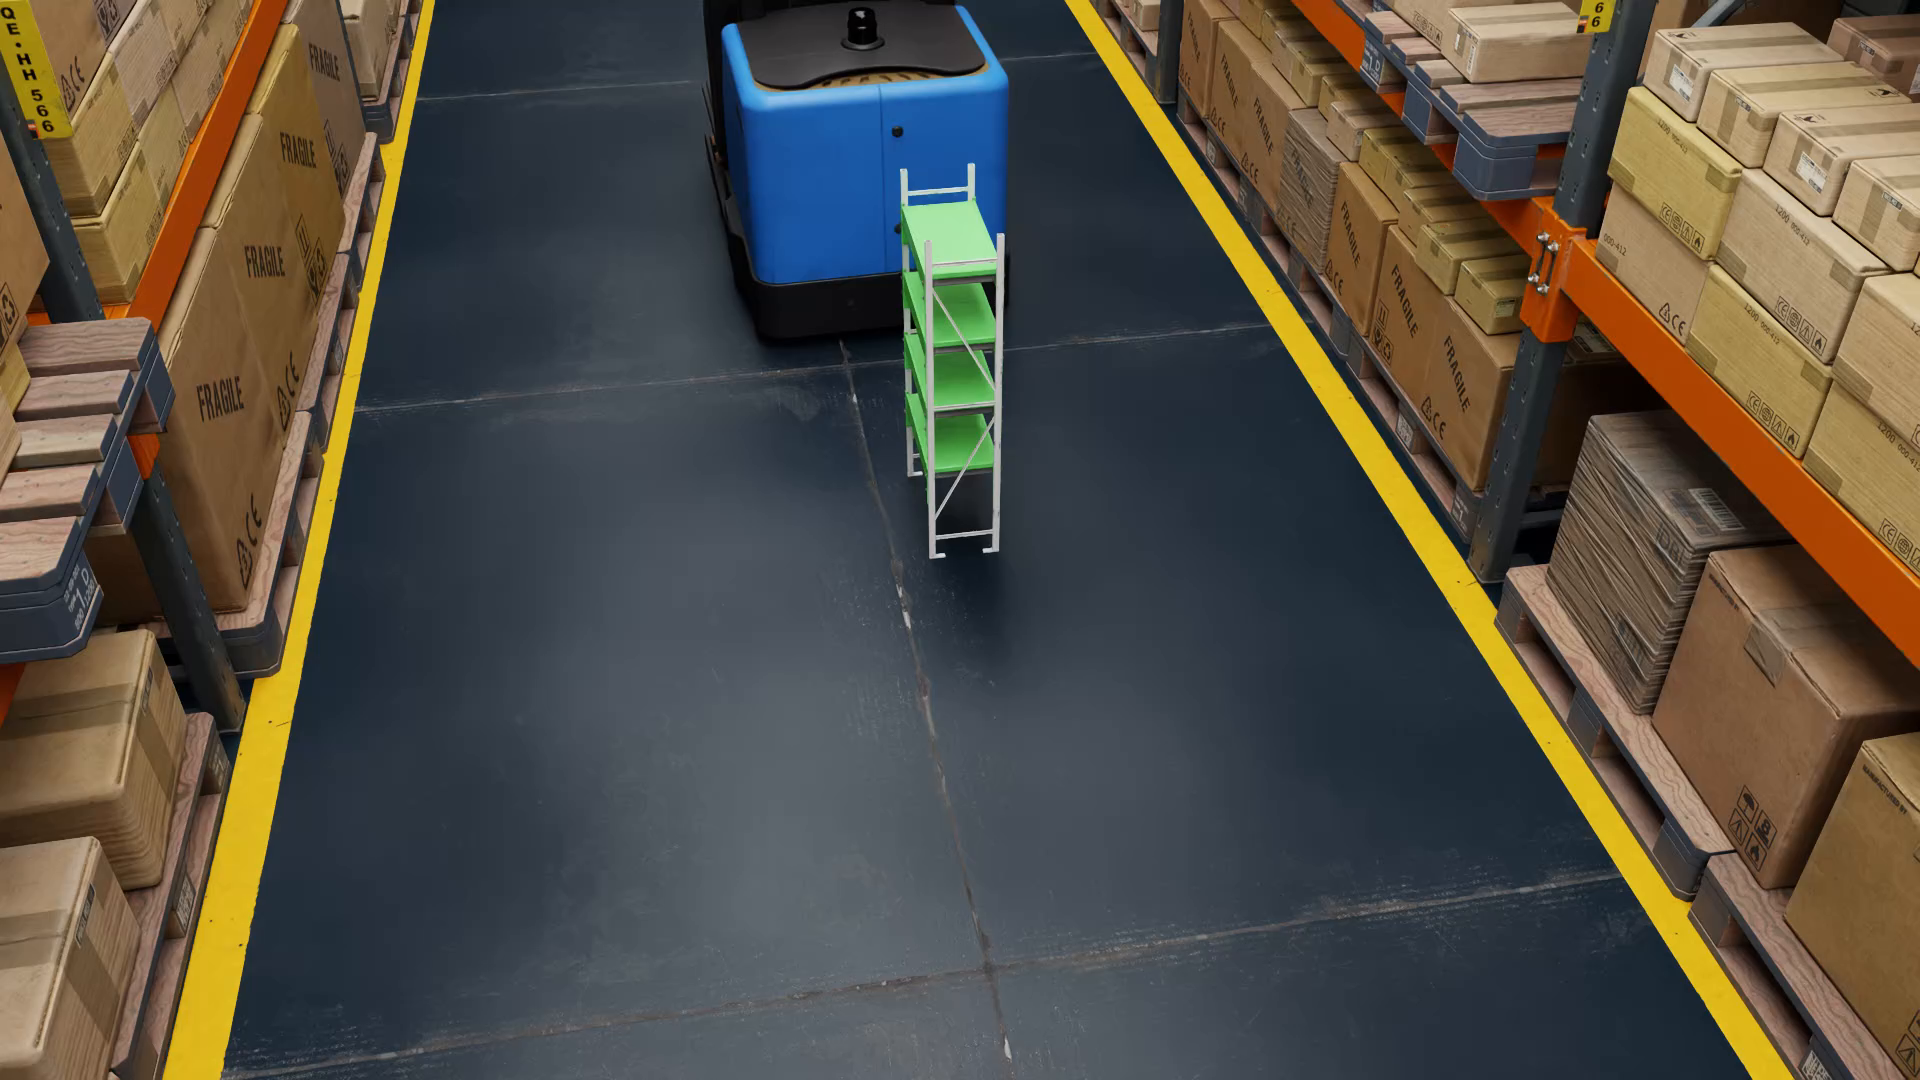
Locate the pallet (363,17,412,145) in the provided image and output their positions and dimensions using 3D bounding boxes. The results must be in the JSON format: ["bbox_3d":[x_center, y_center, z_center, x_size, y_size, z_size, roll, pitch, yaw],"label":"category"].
[{"bbox_3d":[-3.423,-2.366,8.624,1.003,0.211,1.213,-6,38,-8],"label":"pallet"}]

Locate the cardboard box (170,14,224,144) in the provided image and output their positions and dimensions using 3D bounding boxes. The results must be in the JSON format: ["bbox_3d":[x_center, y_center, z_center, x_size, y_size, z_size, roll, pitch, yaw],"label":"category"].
[{"bbox_3d":[-2.697,-1.473,5.323,0.500,0.250,0.500,-5,38,-6],"label":"cardboard box"}]

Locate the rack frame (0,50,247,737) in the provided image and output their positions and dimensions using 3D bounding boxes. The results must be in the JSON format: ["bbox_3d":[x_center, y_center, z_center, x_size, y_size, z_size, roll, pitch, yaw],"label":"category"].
[{"bbox_3d":[-2.665,-0.584,4.057,1.000,3.000,0.127,-6,38,-8],"label":"rack frame"}]

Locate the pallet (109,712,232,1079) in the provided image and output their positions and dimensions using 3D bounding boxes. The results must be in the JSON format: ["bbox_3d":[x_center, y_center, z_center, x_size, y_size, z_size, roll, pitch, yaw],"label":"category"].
[{"bbox_3d":[-2.530,0.989,4.304,1.003,0.211,1.213,-6,38,-8],"label":"pallet"}]

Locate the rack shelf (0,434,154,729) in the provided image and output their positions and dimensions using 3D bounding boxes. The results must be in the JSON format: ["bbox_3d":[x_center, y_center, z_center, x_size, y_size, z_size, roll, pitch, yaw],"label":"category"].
[{"bbox_3d":[-2.315,0.908,2.722,1.077,0.370,4.000,-6,38,-8],"label":"rack shelf"}]

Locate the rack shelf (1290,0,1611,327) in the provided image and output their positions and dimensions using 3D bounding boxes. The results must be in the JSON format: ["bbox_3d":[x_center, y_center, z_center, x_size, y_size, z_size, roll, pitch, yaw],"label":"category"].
[{"bbox_3d":[1.870,-2.044,6.522,1.077,0.370,4.000,-6,38,-8],"label":"rack shelf"}]

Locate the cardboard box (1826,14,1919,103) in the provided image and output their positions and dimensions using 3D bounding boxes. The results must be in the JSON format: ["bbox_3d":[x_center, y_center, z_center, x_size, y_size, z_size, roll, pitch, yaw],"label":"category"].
[{"bbox_3d":[2.477,-1.241,4.292,0.380,0.149,0.250,-5,38,-6],"label":"cardboard box"}]

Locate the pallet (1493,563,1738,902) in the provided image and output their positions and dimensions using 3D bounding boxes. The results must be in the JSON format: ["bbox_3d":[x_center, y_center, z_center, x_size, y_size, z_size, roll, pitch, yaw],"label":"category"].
[{"bbox_3d":[2.327,0.483,4.957,1.003,0.211,1.213,-6,38,-8],"label":"pallet"}]

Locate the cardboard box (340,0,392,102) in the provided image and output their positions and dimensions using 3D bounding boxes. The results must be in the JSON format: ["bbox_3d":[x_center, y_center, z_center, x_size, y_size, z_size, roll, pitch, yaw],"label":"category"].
[{"bbox_3d":[-3.371,-2.545,8.327,0.875,0.438,0.875,-7,38,-9],"label":"cardboard box"}]

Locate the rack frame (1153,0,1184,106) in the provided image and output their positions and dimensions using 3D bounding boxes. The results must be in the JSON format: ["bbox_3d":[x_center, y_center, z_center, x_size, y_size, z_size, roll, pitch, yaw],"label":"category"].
[{"bbox_3d":[1.520,-3.536,7.857,1.000,3.000,0.127,-6,38,-8],"label":"rack frame"}]

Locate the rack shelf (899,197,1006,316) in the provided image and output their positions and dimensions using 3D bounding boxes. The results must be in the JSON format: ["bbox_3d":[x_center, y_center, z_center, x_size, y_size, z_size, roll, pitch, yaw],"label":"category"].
[{"bbox_3d":[-0.029,-0.902,5.255,0.258,0.148,0.480,-6,38,-8],"label":"rack shelf"}]

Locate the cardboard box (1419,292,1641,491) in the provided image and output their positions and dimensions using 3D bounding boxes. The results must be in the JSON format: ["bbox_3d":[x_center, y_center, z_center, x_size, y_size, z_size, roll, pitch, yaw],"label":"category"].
[{"bbox_3d":[1.935,-0.531,5.684,0.500,0.500,0.500,-5,38,-7],"label":"cardboard box"}]

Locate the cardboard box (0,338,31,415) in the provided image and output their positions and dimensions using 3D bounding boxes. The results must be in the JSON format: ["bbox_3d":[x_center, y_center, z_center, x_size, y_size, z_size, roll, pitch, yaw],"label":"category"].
[{"bbox_3d":[-2.258,-0.324,3.584,0.380,0.149,0.250,-6,38,-7],"label":"cardboard box"}]

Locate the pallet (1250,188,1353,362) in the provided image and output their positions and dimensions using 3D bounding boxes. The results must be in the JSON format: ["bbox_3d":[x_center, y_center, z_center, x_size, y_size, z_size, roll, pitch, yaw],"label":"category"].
[{"bbox_3d":[1.917,-1.209,7.134,1.003,0.211,1.213,-6,38,-8],"label":"pallet"}]

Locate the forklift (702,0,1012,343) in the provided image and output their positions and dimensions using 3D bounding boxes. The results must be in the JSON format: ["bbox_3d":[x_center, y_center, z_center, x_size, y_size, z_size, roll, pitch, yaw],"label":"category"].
[{"bbox_3d":[-0.608,-2.853,7.034,1.130,2.935,3.031,-8,39,-10],"label":"forklift"}]

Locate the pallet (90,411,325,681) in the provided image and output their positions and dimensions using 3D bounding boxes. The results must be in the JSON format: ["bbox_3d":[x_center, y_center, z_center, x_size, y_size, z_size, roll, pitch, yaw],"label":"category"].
[{"bbox_3d":[-2.729,0.033,5.536,1.003,0.211,1.213,-6,38,-8],"label":"pallet"}]

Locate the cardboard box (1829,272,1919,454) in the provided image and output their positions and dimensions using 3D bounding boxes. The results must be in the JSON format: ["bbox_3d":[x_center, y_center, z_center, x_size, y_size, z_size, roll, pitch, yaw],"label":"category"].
[{"bbox_3d":[2.219,-0.343,3.462,0.500,0.250,0.500,-7,38,-9],"label":"cardboard box"}]

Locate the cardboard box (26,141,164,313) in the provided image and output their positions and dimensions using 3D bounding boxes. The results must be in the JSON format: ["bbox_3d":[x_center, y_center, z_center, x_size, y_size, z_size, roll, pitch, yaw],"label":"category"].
[{"bbox_3d":[-2.503,-0.847,4.518,0.500,0.250,0.500,-7,38,-9],"label":"cardboard box"}]

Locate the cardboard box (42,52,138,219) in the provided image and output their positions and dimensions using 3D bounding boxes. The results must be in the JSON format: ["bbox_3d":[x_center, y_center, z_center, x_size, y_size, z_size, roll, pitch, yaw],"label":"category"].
[{"bbox_3d":[-2.511,-1.055,4.377,0.500,0.250,0.500,-6,38,-8],"label":"cardboard box"}]

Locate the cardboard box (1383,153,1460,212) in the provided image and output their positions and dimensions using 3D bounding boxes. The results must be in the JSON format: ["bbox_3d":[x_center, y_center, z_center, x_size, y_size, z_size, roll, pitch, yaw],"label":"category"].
[{"bbox_3d":[1.802,-1.316,6.165,0.380,0.149,0.250,-5,38,-7],"label":"cardboard box"}]

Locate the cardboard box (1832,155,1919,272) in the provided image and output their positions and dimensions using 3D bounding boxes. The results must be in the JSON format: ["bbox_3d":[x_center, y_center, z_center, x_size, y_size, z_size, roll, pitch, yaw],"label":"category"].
[{"bbox_3d":[2.163,-0.721,3.623,0.380,0.149,0.250,-6,38,-7],"label":"cardboard box"}]

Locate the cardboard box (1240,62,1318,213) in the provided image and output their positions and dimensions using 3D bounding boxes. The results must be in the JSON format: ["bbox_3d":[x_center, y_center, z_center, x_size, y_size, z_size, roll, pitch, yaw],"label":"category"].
[{"bbox_3d":[1.569,-1.776,7.286,0.500,0.500,0.500,-7,38,-9],"label":"cardboard box"}]

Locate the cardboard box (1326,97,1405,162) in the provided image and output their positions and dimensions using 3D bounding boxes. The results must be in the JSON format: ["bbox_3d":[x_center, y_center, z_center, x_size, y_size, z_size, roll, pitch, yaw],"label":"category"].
[{"bbox_3d":[1.680,-1.630,6.570,0.380,0.149,0.250,-8,39,-10],"label":"cardboard box"}]

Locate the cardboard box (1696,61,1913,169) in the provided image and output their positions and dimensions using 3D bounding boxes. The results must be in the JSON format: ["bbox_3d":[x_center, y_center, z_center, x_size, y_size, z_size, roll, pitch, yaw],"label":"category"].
[{"bbox_3d":[2.035,-1.030,4.021,0.380,0.149,0.250,-5,38,-7],"label":"cardboard box"}]

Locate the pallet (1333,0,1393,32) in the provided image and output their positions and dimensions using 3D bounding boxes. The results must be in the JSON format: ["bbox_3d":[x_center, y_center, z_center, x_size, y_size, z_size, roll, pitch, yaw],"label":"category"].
[{"bbox_3d":[1.875,-2.218,6.317,1.003,0.211,1.213,-6,38,-8],"label":"pallet"}]

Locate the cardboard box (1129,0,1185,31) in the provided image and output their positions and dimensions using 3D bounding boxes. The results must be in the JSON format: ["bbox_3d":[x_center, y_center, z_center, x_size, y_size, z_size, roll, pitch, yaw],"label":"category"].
[{"bbox_3d":[1.133,-2.881,8.995,0.380,0.149,0.250,-7,38,-9],"label":"cardboard box"}]

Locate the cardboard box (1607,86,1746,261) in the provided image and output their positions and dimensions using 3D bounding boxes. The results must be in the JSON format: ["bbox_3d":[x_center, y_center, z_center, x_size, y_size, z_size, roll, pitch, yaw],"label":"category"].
[{"bbox_3d":[2.034,-0.961,4.257,0.500,0.250,0.500,-6,38,-8],"label":"cardboard box"}]

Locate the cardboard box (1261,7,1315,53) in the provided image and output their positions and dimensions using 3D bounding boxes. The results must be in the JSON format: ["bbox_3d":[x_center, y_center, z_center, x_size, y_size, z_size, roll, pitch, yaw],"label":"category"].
[{"bbox_3d":[1.563,-2.249,7.366,0.380,0.149,0.250,-7,38,-9],"label":"cardboard box"}]

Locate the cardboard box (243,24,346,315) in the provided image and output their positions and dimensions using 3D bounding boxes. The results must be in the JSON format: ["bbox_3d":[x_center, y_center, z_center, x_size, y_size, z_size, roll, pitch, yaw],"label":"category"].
[{"bbox_3d":[-3.013,-1.416,6.517,0.875,0.875,0.875,-5,38,-7],"label":"cardboard box"}]

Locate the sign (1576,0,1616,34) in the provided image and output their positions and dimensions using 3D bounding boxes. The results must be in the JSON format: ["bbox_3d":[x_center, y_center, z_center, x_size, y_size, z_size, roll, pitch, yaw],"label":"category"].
[{"bbox_3d":[1.688,-1.482,4.333,0.100,0.325,0.005,-6,38,-8],"label":"sign"}]

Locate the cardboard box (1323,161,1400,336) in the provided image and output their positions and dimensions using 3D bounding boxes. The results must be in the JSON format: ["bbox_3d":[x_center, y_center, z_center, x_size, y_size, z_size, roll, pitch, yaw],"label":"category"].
[{"bbox_3d":[1.763,-1.150,6.481,0.500,0.500,0.500,-5,38,-6],"label":"cardboard box"}]

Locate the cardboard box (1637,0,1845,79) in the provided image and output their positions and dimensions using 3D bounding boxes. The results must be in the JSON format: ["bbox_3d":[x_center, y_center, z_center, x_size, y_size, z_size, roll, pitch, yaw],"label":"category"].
[{"bbox_3d":[2.285,-1.653,5.009,0.500,0.500,0.500,-5,38,-6],"label":"cardboard box"}]

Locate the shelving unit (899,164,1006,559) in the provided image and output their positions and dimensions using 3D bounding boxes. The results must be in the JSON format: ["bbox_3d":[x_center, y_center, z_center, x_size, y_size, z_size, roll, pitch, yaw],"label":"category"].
[{"bbox_3d":[-0.029,-0.574,5.511,0.258,1.200,0.503,-6,38,-8],"label":"shelving unit"}]

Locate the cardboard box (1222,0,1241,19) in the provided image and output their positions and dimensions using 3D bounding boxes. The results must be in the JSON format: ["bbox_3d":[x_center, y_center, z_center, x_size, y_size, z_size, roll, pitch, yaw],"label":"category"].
[{"bbox_3d":[1.445,-2.567,7.775,0.380,0.149,0.250,-7,38,-9],"label":"cardboard box"}]

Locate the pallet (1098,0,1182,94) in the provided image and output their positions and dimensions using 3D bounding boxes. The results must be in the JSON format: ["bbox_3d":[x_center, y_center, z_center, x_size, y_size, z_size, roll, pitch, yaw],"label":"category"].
[{"bbox_3d":[1.400,-2.850,9.246,1.003,0.211,1.213,-6,38,-8],"label":"pallet"}]

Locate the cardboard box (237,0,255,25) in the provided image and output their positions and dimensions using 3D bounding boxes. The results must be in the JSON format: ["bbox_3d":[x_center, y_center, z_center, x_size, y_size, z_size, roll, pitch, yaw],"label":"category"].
[{"bbox_3d":[-2.882,-2.082,6.108,0.500,0.250,0.500,-7,38,-9],"label":"cardboard box"}]

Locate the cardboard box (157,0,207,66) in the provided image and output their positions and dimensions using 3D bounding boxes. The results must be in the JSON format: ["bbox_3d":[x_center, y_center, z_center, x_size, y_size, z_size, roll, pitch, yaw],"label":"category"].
[{"bbox_3d":[-2.676,-1.669,5.169,0.500,0.250,0.500,-6,38,-8],"label":"cardboard box"}]

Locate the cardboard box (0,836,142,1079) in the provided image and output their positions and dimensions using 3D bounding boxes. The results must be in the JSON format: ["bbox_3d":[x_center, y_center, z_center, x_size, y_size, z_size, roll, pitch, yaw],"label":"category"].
[{"bbox_3d":[-2.439,1.075,3.721,0.950,0.372,0.625,-7,38,-9],"label":"cardboard box"}]

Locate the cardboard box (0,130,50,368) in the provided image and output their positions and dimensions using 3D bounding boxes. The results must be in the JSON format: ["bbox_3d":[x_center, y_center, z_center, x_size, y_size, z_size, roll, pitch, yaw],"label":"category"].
[{"bbox_3d":[-2.312,-0.662,3.491,0.500,0.500,0.500,-7,38,-9],"label":"cardboard box"}]

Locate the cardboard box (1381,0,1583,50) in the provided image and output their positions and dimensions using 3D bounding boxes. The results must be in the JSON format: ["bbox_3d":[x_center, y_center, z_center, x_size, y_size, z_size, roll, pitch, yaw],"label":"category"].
[{"bbox_3d":[1.717,-1.829,5.439,0.500,0.250,0.500,-8,39,-10],"label":"cardboard box"}]

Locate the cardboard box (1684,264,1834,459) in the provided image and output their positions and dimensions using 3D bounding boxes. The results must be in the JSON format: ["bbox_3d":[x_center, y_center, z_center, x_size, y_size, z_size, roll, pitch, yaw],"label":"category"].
[{"bbox_3d":[2.141,-0.462,4.022,0.500,0.250,0.500,-7,38,-9],"label":"cardboard box"}]

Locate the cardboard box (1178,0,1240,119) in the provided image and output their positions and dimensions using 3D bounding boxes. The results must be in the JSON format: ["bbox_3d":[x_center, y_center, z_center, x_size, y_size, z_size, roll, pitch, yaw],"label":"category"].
[{"bbox_3d":[1.383,-2.398,8.087,0.500,0.500,0.500,-5,38,-6],"label":"cardboard box"}]

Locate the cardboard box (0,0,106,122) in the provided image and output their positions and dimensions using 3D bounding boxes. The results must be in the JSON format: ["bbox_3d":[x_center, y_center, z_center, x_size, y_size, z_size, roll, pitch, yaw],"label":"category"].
[{"bbox_3d":[-2.511,-1.342,4.137,0.500,0.500,0.500,-7,38,-9],"label":"cardboard box"}]

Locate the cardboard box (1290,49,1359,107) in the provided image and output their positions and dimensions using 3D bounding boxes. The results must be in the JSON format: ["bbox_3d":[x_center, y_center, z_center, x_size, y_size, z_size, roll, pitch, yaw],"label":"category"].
[{"bbox_3d":[1.611,-1.944,6.973,0.380,0.149,0.250,-5,38,-6],"label":"cardboard box"}]

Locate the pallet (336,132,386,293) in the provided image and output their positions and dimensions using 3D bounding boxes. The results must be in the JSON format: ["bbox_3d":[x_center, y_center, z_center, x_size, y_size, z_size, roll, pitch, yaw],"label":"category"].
[{"bbox_3d":[-3.157,-1.441,7.433,1.003,0.211,1.213,-6,38,-8],"label":"pallet"}]

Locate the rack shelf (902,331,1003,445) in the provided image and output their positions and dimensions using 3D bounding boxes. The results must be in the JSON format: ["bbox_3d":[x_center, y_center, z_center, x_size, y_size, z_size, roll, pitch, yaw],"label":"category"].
[{"bbox_3d":[-0.029,-0.523,5.550,0.258,0.148,0.480,-6,38,-8],"label":"rack shelf"}]

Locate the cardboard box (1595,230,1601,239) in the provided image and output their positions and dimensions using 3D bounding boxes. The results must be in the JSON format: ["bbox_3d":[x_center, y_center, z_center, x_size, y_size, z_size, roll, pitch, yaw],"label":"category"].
[{"bbox_3d":[2.416,-1.067,5.845,0.380,0.149,0.250,-5,38,-7],"label":"cardboard box"}]

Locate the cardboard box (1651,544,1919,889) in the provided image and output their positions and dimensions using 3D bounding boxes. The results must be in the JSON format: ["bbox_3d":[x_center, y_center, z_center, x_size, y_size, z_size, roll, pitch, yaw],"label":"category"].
[{"bbox_3d":[2.439,0.424,4.353,0.875,0.625,0.625,-5,38,-6],"label":"cardboard box"}]

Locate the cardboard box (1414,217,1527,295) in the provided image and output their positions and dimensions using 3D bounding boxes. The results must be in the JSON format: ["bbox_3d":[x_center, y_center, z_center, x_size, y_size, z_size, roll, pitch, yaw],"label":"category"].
[{"bbox_3d":[1.807,-0.988,5.743,0.380,0.149,0.250,-8,39,-10],"label":"cardboard box"}]

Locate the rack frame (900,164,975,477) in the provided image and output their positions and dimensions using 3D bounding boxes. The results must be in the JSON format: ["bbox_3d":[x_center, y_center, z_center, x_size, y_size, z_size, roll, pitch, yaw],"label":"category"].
[{"bbox_3d":[-0.072,-0.721,5.700,0.240,1.200,0.015,-6,38,-8],"label":"rack frame"}]

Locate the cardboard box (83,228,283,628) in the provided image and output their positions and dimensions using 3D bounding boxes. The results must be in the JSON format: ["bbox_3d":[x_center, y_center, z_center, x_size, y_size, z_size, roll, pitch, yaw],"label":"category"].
[{"bbox_3d":[-2.705,-0.337,5.128,0.875,0.875,0.875,-7,38,-8],"label":"cardboard box"}]
